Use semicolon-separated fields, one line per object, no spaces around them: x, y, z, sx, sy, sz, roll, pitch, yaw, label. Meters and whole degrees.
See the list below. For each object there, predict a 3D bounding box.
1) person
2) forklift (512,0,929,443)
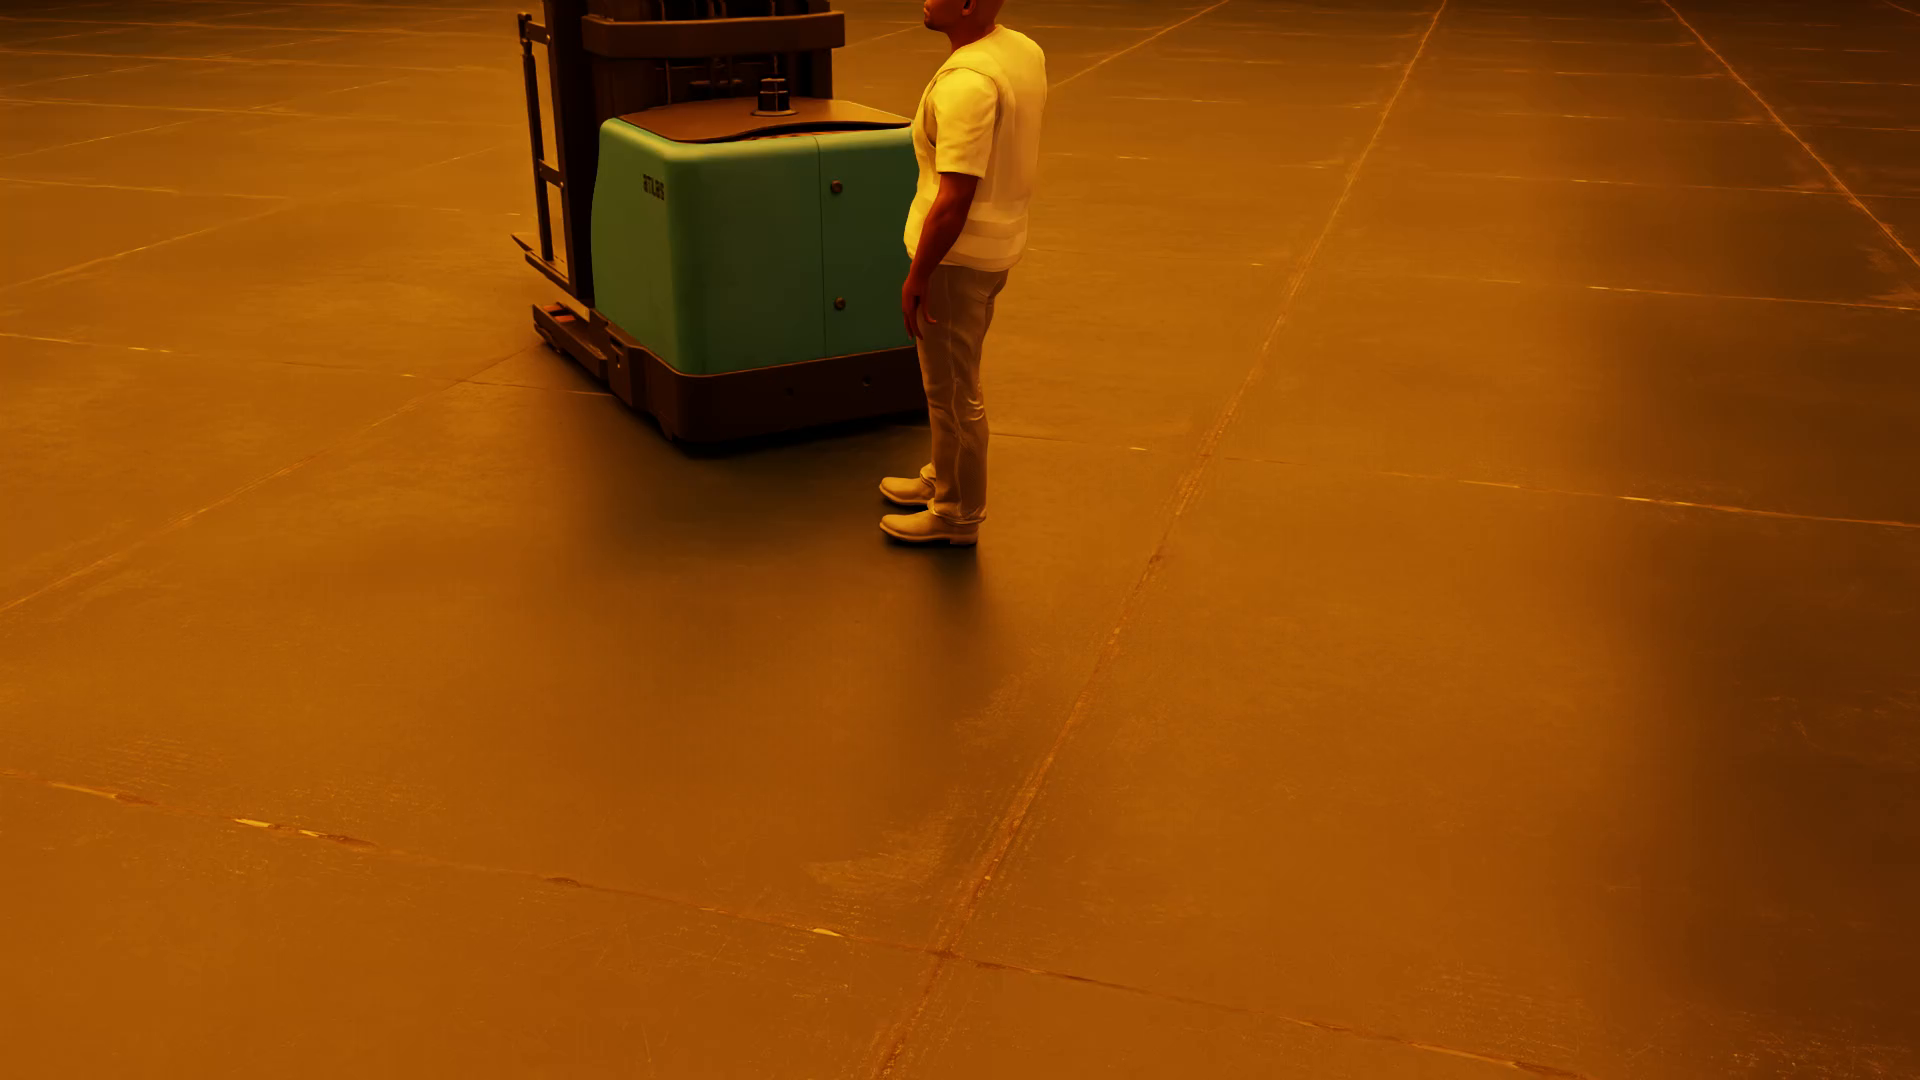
-0.064;-0.833;4.805;0.577;1.765;0.666;7;23;16;person
-1.187;-2.212;6.639;1.130;2.935;3.031;-12;25;-26;forklift
